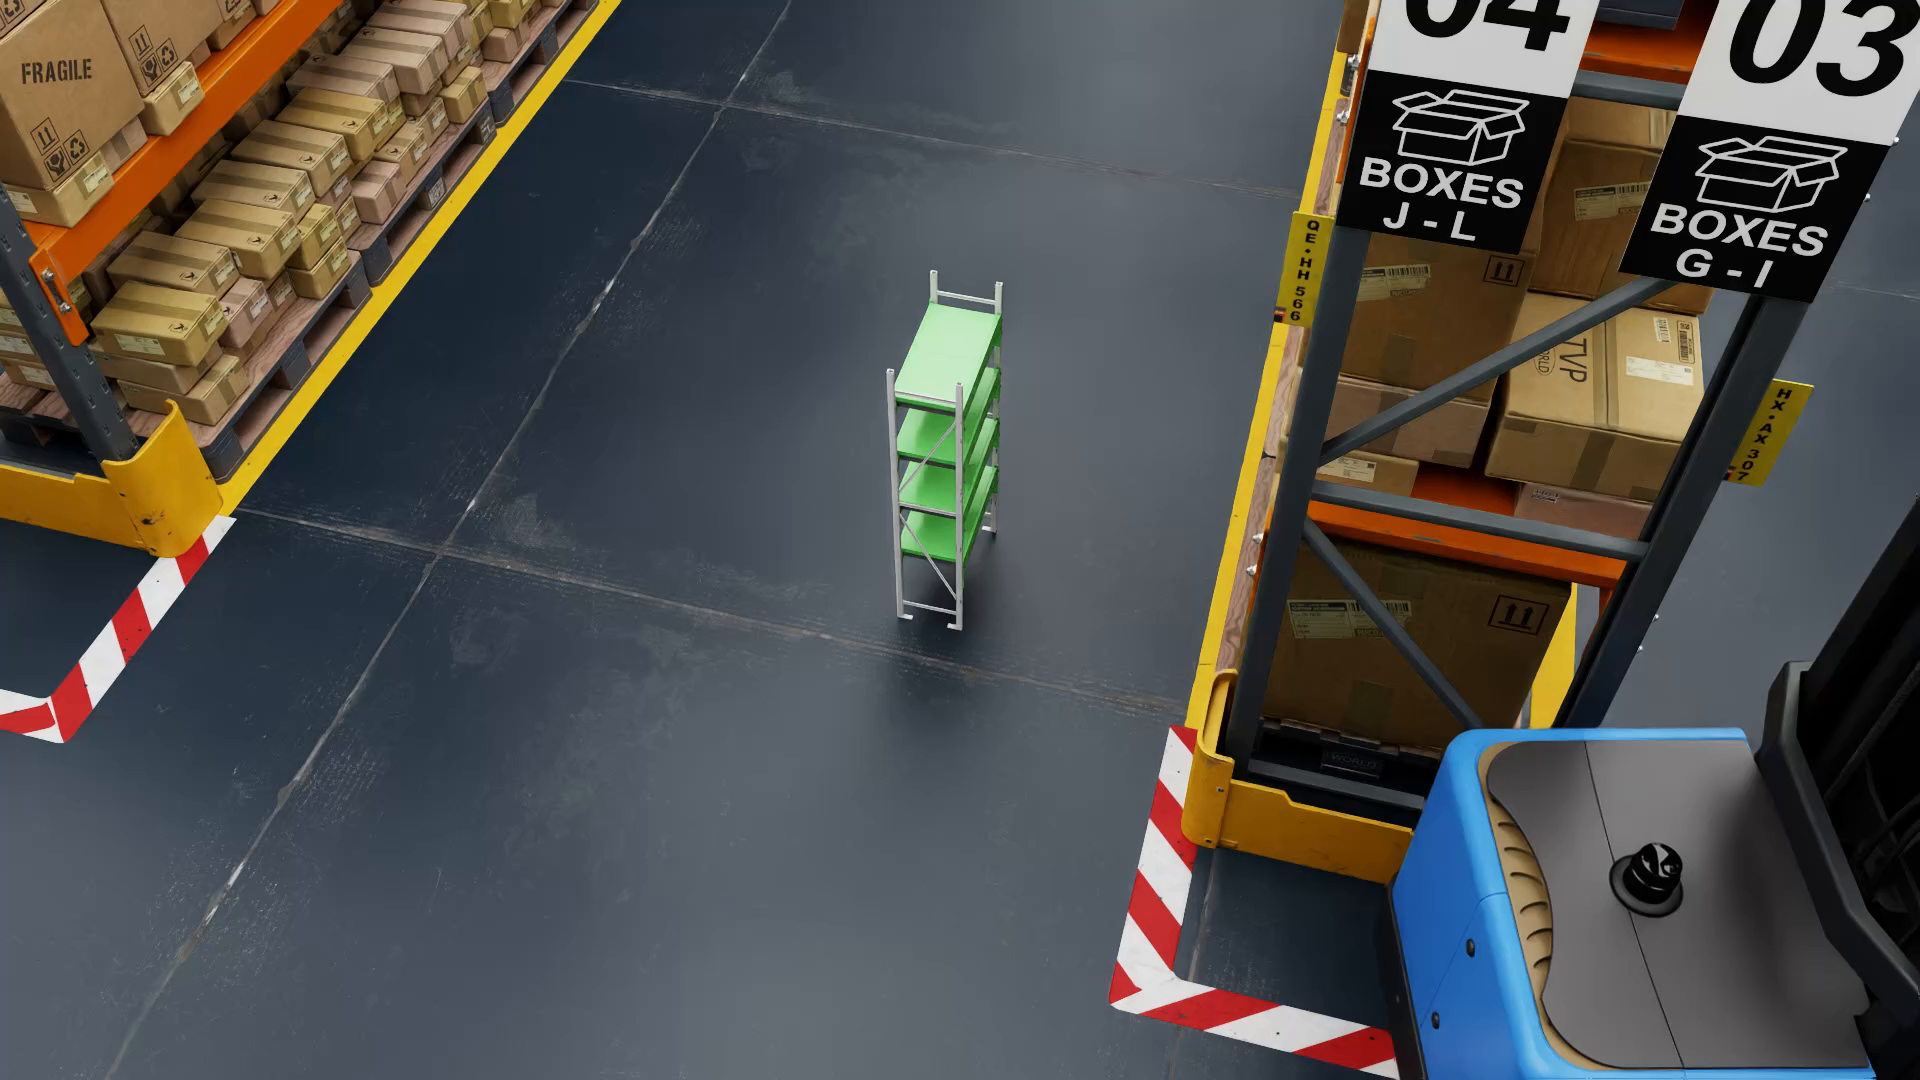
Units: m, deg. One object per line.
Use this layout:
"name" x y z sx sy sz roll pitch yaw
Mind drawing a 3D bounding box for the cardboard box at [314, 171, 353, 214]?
"cardboard box" -2.796 -1.476 6.975 0.380 0.149 0.250 9 49 8

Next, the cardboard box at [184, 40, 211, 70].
"cardboard box" -2.950 -1.775 5.983 0.380 0.149 0.250 14 50 12

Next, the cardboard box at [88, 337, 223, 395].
"cardboard box" -3.052 -0.720 6.308 0.380 0.149 0.250 13 50 12

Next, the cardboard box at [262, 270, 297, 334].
"cardboard box" -2.942 -0.995 6.749 0.380 0.149 0.250 12 50 10

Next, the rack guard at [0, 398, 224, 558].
"rack guard" -3.417 -0.325 6.204 1.175 0.500 0.348 12 50 10

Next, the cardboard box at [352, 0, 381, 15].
"cardboard box" -2.870 -2.602 7.770 0.380 0.149 0.250 10 49 9

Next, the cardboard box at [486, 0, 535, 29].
"cardboard box" -2.273 -2.599 7.966 0.380 0.149 0.250 10 49 9

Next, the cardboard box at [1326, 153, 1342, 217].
"cardboard box" 1.327 -0.864 4.914 0.500 0.250 0.500 11 49 9

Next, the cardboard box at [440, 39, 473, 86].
"cardboard box" -2.482 -2.249 7.657 0.380 0.149 0.250 13 50 11

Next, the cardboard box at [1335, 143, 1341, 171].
"cardboard box" 1.433 -1.212 5.486 0.380 0.149 0.250 12 50 10

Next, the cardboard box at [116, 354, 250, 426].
"cardboard box" -2.990 -0.609 6.408 0.380 0.149 0.250 12 50 11

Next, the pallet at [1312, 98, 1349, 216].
"pallet" 2.099 -1.482 7.417 1.003 0.211 1.213 12 50 10

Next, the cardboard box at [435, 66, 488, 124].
"cardboard box" -2.431 -2.087 7.713 0.380 0.149 0.250 11 50 10

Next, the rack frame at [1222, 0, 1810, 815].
"rack frame" 1.321 -0.046 4.290 1.000 3.000 0.127 12 50 10

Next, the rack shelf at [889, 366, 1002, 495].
"rack shelf" -0.044 -0.394 5.562 0.258 0.148 0.480 12 50 10

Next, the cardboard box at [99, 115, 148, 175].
"cardboard box" -3.009 -1.376 5.632 0.380 0.149 0.250 13 50 11

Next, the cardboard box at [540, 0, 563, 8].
"cardboard box" -2.159 -2.836 8.373 0.380 0.149 0.250 12 50 11

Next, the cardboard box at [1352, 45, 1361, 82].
"cardboard box" 1.567 -1.580 5.811 0.380 0.149 0.250 10 49 9

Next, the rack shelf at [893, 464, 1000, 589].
"rack shelf" -0.044 -0.076 5.922 0.258 0.148 0.480 12 50 10

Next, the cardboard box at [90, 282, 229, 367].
"cardboard box" -2.971 -0.802 6.182 0.380 0.149 0.250 10 49 8

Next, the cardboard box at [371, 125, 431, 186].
"cardboard box" -2.596 -1.731 7.398 0.380 0.149 0.250 12 50 10

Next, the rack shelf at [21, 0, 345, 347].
"rack shelf" -2.911 -2.306 6.765 1.077 0.370 4.000 12 50 10

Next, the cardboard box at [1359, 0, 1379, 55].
"cardboard box" 1.594 -1.610 5.572 0.500 0.250 0.500 12 50 10

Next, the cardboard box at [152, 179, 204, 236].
"cardboard box" -3.268 -1.380 6.890 0.380 0.149 0.250 11 49 10

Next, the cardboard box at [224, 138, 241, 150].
"cardboard box" -3.229 -1.765 7.230 0.380 0.149 0.250 14 50 12

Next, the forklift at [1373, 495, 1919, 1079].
"forklift" 2.780 0.598 3.768 3.031 2.935 1.130 0 49 0

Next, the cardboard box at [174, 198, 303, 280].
"cardboard box" -2.825 -1.182 6.517 0.380 0.149 0.250 11 50 10

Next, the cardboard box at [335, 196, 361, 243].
"cardboard box" -2.794 -1.362 7.073 0.380 0.149 0.250 12 50 10

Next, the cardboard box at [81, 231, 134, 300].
"cardboard box" -3.421 -1.093 6.439 0.380 0.149 0.250 12 50 11

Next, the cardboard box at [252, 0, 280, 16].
"cardboard box" -2.763 -2.139 6.305 0.380 0.149 0.250 11 49 9

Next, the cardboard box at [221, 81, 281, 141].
"cardboard box" -3.152 -1.855 7.111 0.380 0.149 0.250 10 49 9

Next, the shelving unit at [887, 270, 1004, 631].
"shelving unit" -0.044 -0.277 5.694 0.258 1.200 0.503 12 50 10

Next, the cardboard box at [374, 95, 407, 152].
"cardboard box" -2.683 -1.874 7.326 0.380 0.149 0.250 14 50 12

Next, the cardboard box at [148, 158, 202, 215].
"cardboard box" -3.346 -1.481 6.781 0.380 0.149 0.250 10 49 9

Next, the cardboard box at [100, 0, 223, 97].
"cardboard box" -2.936 -1.891 5.654 0.500 0.500 0.500 12 50 10

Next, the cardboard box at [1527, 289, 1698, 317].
"cardboard box" 1.839 -0.766 4.827 0.500 0.250 0.500 11 49 10

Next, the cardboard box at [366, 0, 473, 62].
"cardboard box" -2.440 -2.314 7.516 0.380 0.149 0.250 9 49 8

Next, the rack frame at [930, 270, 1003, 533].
"rack frame" 0.021 -0.454 5.850 0.240 1.200 0.015 12 50 10

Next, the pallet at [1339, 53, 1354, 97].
"pallet" 2.505 -2.589 8.394 1.003 0.211 1.213 12 50 10

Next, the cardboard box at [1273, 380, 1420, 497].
"cardboard box" 1.097 -0.285 4.669 0.380 0.149 0.250 12 50 11

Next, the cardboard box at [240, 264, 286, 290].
"cardboard box" -2.946 -1.101 6.644 0.380 0.149 0.250 12 50 11

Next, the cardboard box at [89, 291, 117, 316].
"cardboard box" -3.453 -1.008 6.562 0.380 0.149 0.250 11 49 9

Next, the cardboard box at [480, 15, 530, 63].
"cardboard box" -2.315 -2.460 8.042 0.380 0.149 0.250 10 49 9

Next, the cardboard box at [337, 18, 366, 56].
"cardboard box" -2.967 -2.313 7.714 0.380 0.149 0.250 14 50 12

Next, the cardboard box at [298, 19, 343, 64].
"cardboard box" -3.008 -2.220 7.434 0.380 0.149 0.250 10 49 8

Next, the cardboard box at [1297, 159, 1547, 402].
"cardboard box" 1.196 -0.747 4.310 0.500 0.500 0.500 12 50 10

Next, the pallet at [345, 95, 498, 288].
"pallet" -2.846 -1.690 7.601 1.003 0.211 1.213 12 50 10

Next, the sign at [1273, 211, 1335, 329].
"sign" 0.802 -0.624 3.870 0.100 0.325 0.005 12 50 10

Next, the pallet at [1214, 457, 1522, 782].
"pallet" 1.456 0.283 5.859 1.003 0.211 1.213 12 50 10

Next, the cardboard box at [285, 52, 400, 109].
"cardboard box" -2.670 -1.959 7.202 0.380 0.149 0.250 12 50 10

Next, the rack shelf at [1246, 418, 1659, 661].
"rack shelf" 1.848 -1.254 5.836 1.077 0.370 4.000 12 50 10

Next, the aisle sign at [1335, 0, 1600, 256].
"aisle sign" 1.013 -0.913 3.321 0.394 0.787 0.004 12 50 10

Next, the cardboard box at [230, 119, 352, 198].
"cardboard box" -2.758 -1.577 6.865 0.380 0.149 0.250 13 50 12
